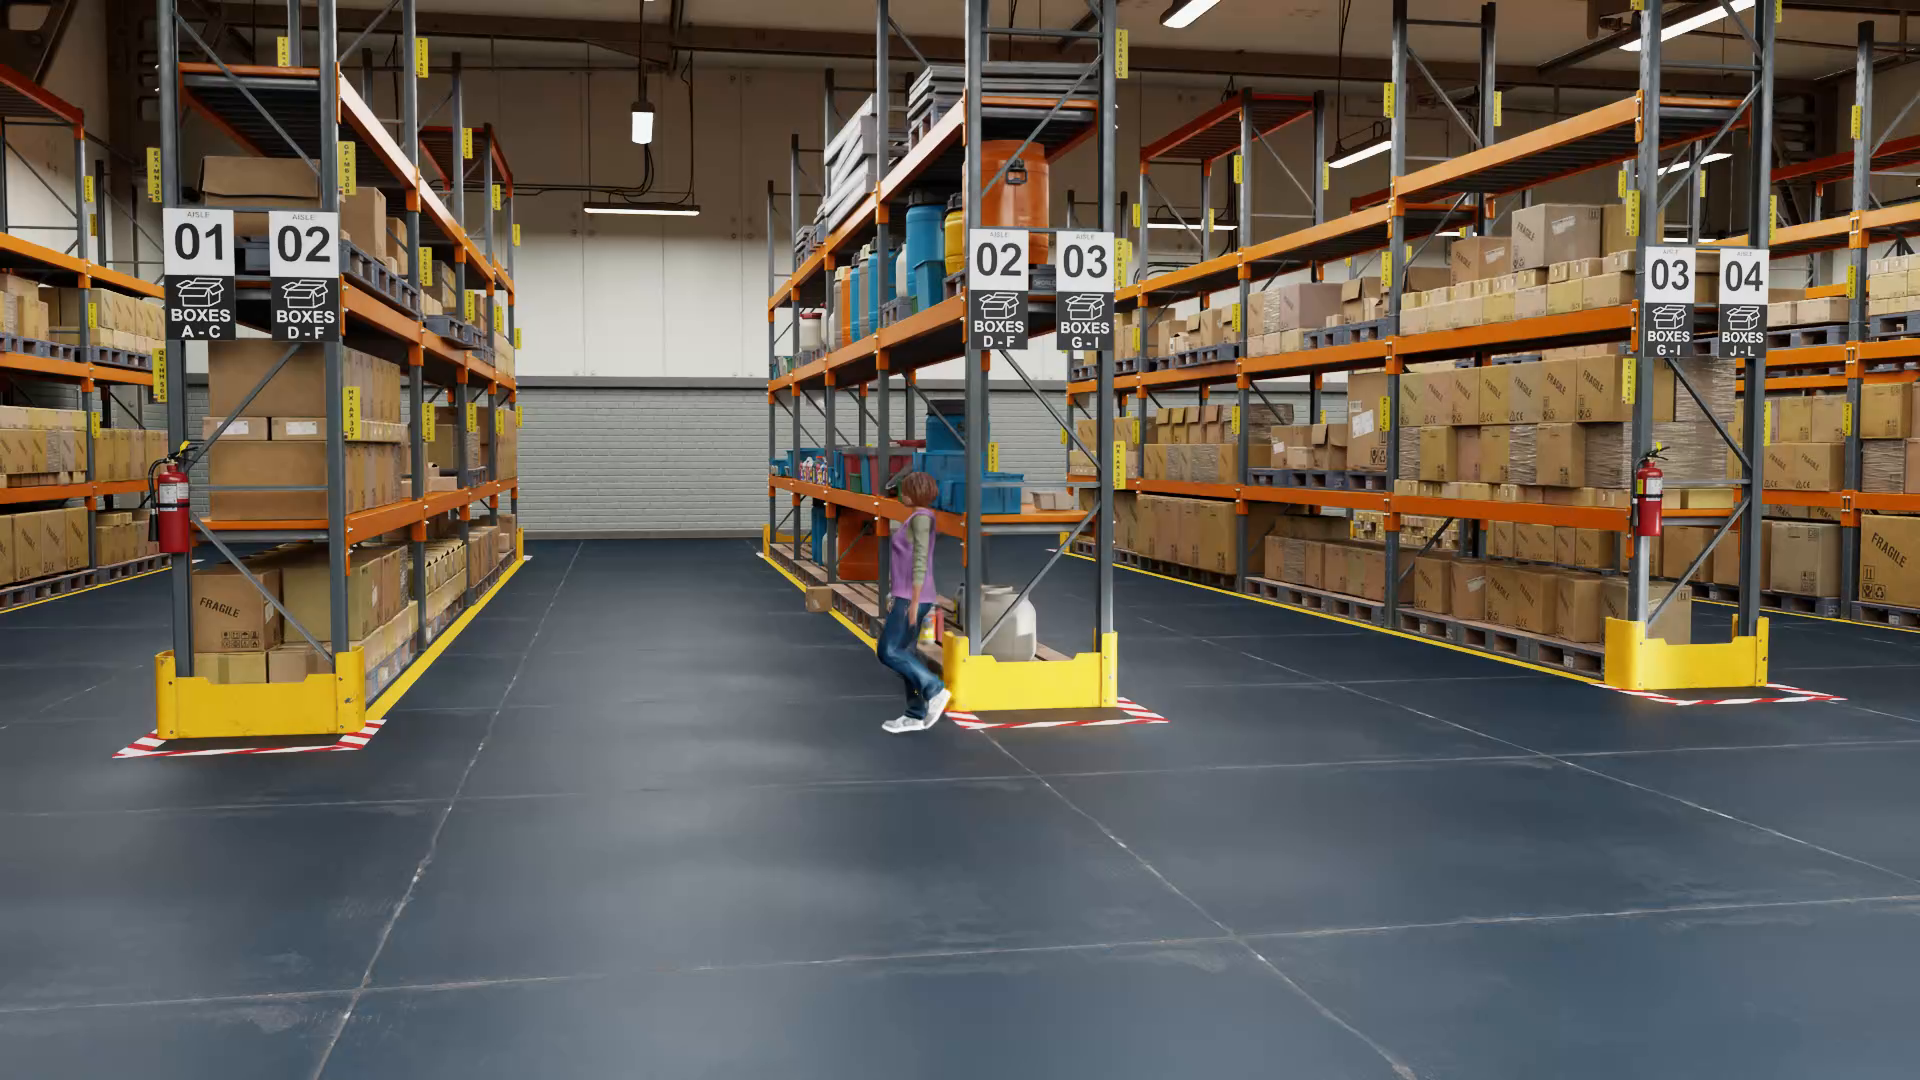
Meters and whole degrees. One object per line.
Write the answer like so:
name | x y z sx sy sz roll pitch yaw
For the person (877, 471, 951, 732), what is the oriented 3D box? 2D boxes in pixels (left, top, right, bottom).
person | -0.278 0.378 10.103 0.445 1.590 0.449 0 3 -1
